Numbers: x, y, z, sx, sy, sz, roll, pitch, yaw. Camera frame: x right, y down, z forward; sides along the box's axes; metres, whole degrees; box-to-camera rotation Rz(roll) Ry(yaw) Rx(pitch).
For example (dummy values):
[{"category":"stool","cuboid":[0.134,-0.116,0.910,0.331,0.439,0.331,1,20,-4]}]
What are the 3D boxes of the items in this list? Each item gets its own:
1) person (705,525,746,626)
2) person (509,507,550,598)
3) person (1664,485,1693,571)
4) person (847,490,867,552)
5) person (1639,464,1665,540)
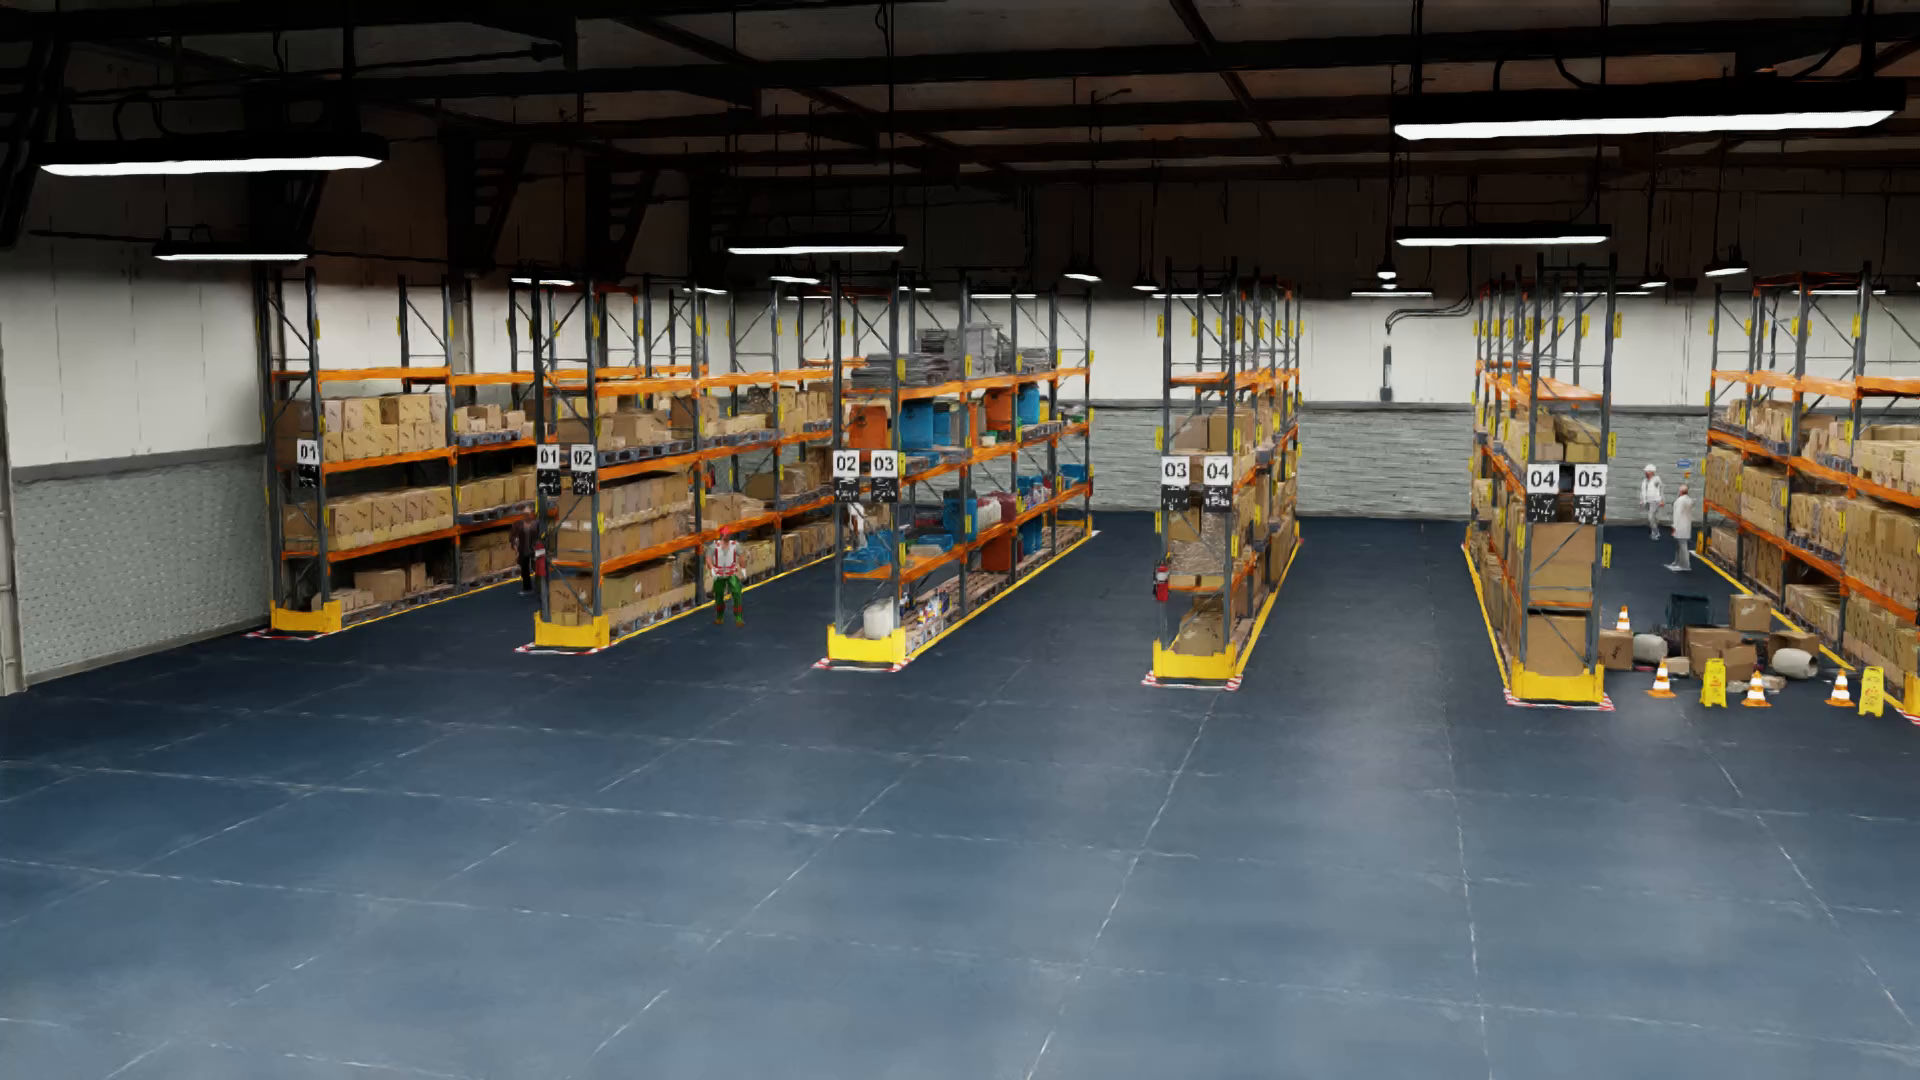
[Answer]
[{"category":"person","cuboid":[-3.943,0.591,28.028,0.671,1.730,0.769,-1,7,-6]},{"category":"person","cuboid":[-7.999,0.221,30.959,0.735,1.715,0.879,0,7,-1]},{"category":"person","cuboid":[14.936,-0.263,34.487,0.613,1.779,0.656,7,10,43]},{"category":"person","cuboid":[-2.161,-0.224,34.323,0.457,1.763,0.609,-1,7,-9]},{"category":"person","cuboid":[16.585,-0.916,39.784,0.496,1.784,0.636,-3,8,-21]}]
